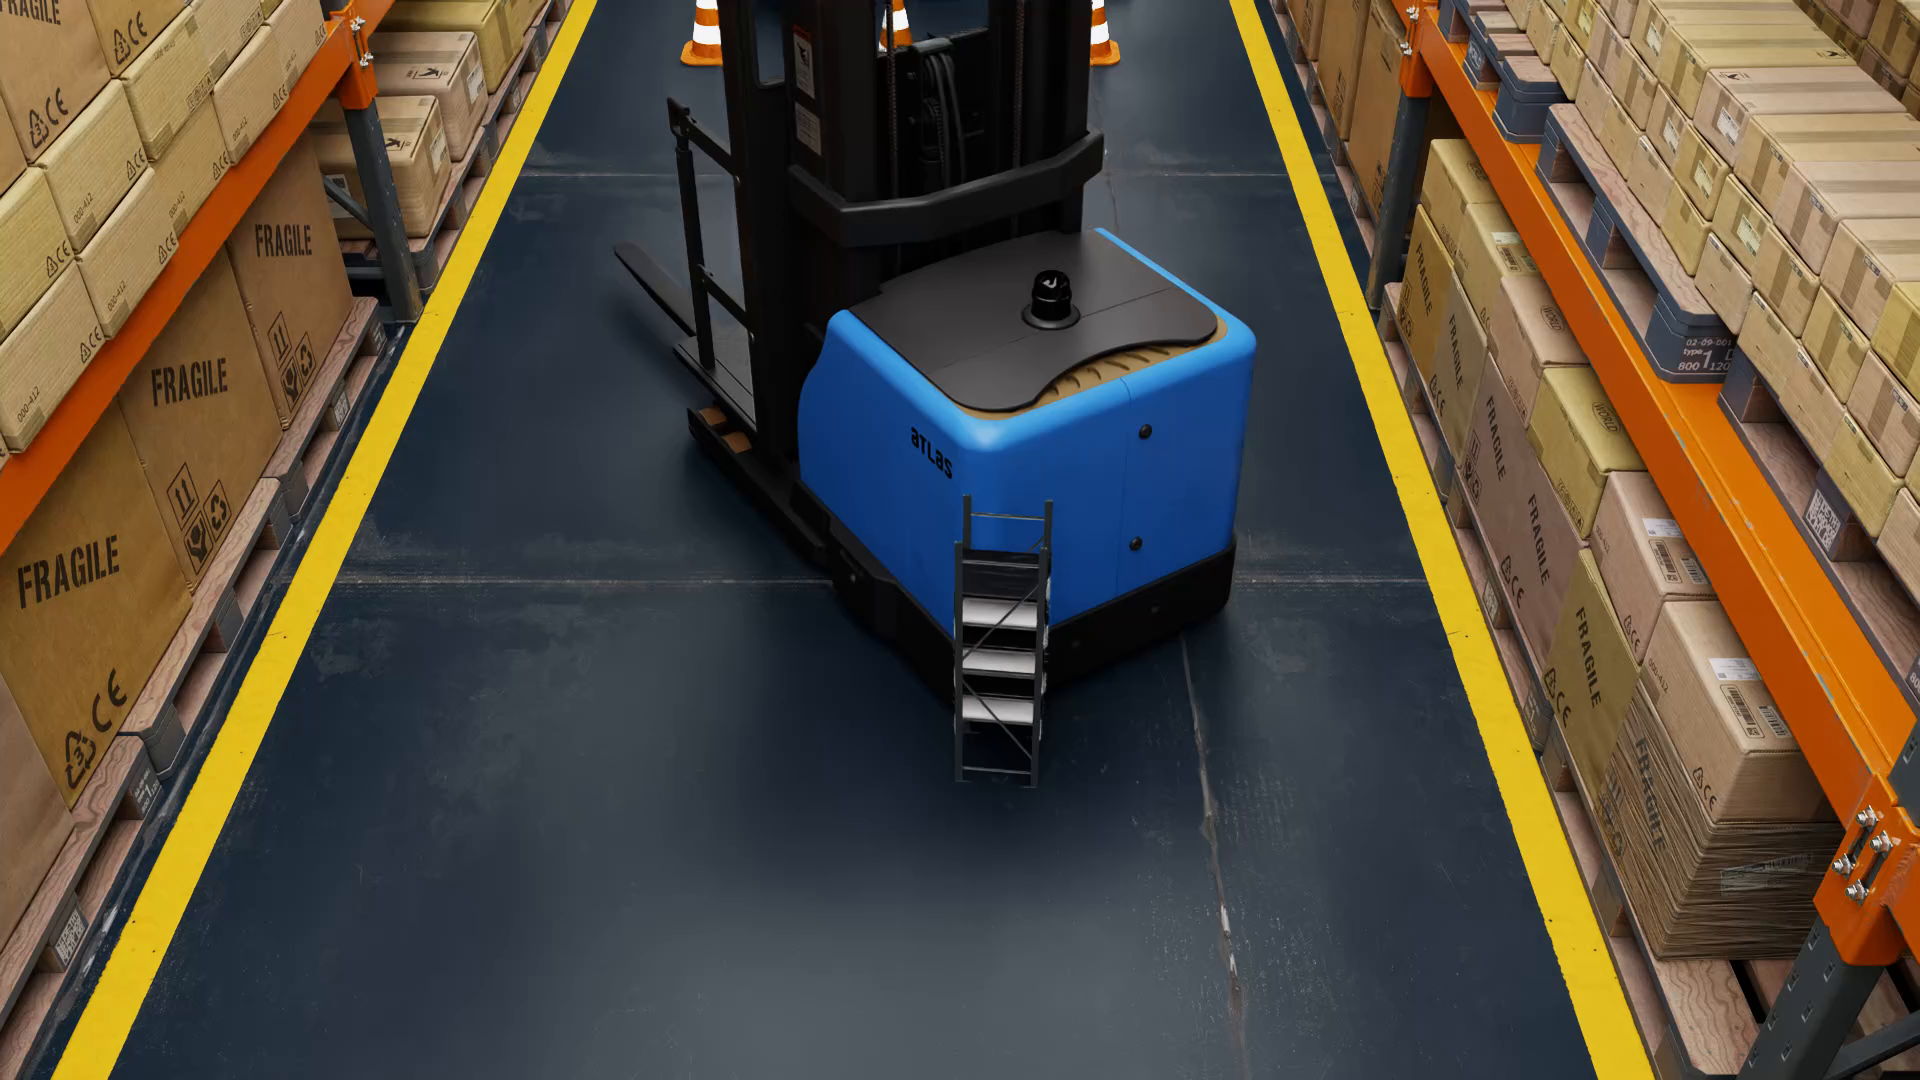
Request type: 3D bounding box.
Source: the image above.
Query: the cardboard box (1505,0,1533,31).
[{"bbox_3d":[2.010,-1.778,5.435,0.380,0.149,0.250,2,39,2],"label":"cardboard box"}]

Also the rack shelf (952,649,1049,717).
[{"bbox_3d":[0.117,0.398,4.731,0.258,0.077,0.200,4,39,5],"label":"rack shelf"}]

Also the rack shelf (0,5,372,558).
[{"bbox_3d":[-2.736,-0.562,4.627,1.077,0.370,4.000,0,39,0],"label":"rack shelf"}]

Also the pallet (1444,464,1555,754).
[{"bbox_3d":[2.209,0.178,5.359,1.003,0.211,1.213,0,39,0],"label":"pallet"}]

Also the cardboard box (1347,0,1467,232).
[{"bbox_3d":[2.301,-1.827,7.094,1.050,0.750,0.750,-1,39,-1],"label":"cardboard box"}]

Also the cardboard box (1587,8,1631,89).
[{"bbox_3d":[2.017,-1.389,4.712,0.380,0.149,0.250,0,39,0],"label":"cardboard box"}]

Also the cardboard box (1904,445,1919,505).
[{"bbox_3d":[2.018,-0.089,3.090,0.380,0.149,0.250,1,39,1],"label":"cardboard box"}]

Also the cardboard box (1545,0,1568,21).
[{"bbox_3d":[2.017,-1.703,5.103,0.380,0.149,0.250,-1,39,-1],"label":"cardboard box"}]

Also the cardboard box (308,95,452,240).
[{"bbox_3d":[-2.729,-1.585,7.095,0.950,0.372,0.625,-2,39,-3],"label":"cardboard box"}]

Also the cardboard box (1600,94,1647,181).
[{"bbox_3d":[2.014,-1.117,4.610,0.380,0.149,0.250,0,39,1],"label":"cardboard box"}]

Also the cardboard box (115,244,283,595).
[{"bbox_3d":[-2.824,-0.438,5.261,0.875,0.875,0.875,0,39,1],"label":"cardboard box"}]

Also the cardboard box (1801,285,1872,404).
[{"bbox_3d":[2.019,-0.409,3.489,0.380,0.149,0.250,2,39,2],"label":"cardboard box"}]

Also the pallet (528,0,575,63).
[{"bbox_3d":[-2.741,-3.019,9.349,1.003,0.211,1.213,0,39,0],"label":"pallet"}]

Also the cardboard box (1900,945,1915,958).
[{"bbox_3d":[2.480,0.691,4.152,0.500,0.500,0.500,1,39,2],"label":"cardboard box"}]

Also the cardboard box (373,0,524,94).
[{"bbox_3d":[-2.733,-2.521,8.262,0.950,0.372,0.625,1,39,1],"label":"cardboard box"}]

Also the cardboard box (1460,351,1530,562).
[{"bbox_3d":[1.967,-0.270,5.352,0.500,0.500,0.500,-1,39,-1],"label":"cardboard box"}]

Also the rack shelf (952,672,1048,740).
[{"bbox_3d":[0.117,0.468,4.788,0.258,0.077,0.200,4,39,5],"label":"rack shelf"}]

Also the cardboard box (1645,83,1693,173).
[{"bbox_3d":[2.018,-1.065,4.308,0.380,0.149,0.250,1,39,2],"label":"cardboard box"}]

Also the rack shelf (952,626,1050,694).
[{"bbox_3d":[0.117,0.327,4.675,0.258,0.077,0.200,4,39,5],"label":"rack shelf"}]

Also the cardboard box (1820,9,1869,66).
[{"bbox_3d":[2.670,-1.390,4.712,0.380,0.149,0.250,0,39,0],"label":"cardboard box"}]

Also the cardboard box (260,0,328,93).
[{"bbox_3d":[-2.478,-1.718,5.616,0.500,0.250,0.500,-1,39,-2],"label":"cardboard box"}]

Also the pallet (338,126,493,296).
[{"bbox_3d":[-2.738,-1.494,7.445,1.003,0.211,1.213,0,39,0],"label":"pallet"}]

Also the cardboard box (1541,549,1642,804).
[{"bbox_3d":[1.963,0.370,4.553,0.500,0.500,0.500,-1,39,-1],"label":"cardboard box"}]

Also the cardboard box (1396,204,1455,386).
[{"bbox_3d":[1.957,-0.906,6.145,0.500,0.500,0.500,-2,39,-2],"label":"cardboard box"}]

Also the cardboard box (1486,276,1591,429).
[{"bbox_3d":[1.959,-0.583,5.142,0.500,0.250,0.500,0,39,0],"label":"cardboard box"}]

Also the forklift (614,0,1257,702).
[{"bbox_3d":[-0.343,-1.514,5.296,1.130,2.935,3.031,-22,44,-25],"label":"forklift"}]

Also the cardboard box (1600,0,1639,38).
[{"bbox_3d":[2.019,-1.512,4.628,0.380,0.149,0.250,2,39,2],"label":"cardboard box"}]

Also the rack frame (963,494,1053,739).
[{"bbox_3d":[0.129,0.238,4.733,0.240,0.900,0.006,4,39,5],"label":"rack frame"}]

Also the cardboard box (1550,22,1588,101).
[{"bbox_3d":[2.013,-1.440,5.014,0.380,0.149,0.250,2,39,2],"label":"cardboard box"}]

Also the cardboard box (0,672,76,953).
[{"bbox_3d":[-2.815,0.686,3.859,0.875,0.875,0.875,1,39,1],"label":"cardboard box"}]

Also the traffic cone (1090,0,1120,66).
[{"bbox_3d":[0.698,-2.832,8.913,0.336,0.463,0.334,0,39,0],"label":"traffic cone"}]

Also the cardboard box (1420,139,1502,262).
[{"bbox_3d":[1.970,-1.209,5.924,0.500,0.250,0.500,-2,39,-2],"label":"cardboard box"}]

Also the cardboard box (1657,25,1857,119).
[{"bbox_3d":[2.018,-1.191,4.227,0.380,0.149,0.250,-1,39,-1],"label":"cardboard box"}]

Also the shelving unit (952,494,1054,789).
[{"bbox_3d":[0.117,0.301,4.654,0.258,0.900,0.210,4,39,5],"label":"shelving unit"}]

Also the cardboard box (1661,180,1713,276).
[{"bbox_3d":[2.013,-0.787,4.199,0.380,0.149,0.250,2,39,2],"label":"cardboard box"}]

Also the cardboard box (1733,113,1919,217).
[{"bbox_3d":[2.024,-0.855,3.807,0.380,0.149,0.250,-1,39,-2],"label":"cardboard box"}]

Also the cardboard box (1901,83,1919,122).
[{"bbox_3d":[2.672,-1.065,4.308,0.380,0.149,0.250,-1,39,-1],"label":"cardboard box"}]

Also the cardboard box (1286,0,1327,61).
[{"bbox_3d":[2.295,-2.956,8.503,1.050,0.750,0.750,0,39,0],"label":"cardboard box"}]

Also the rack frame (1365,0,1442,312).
[{"bbox_3d":[2.211,-2.160,6.046,1.000,3.000,0.127,0,39,0],"label":"rack frame"}]

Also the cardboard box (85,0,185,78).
[{"bbox_3d":[-2.474,-1.568,4.428,0.500,0.500,0.500,0,39,0],"label":"cardboard box"}]

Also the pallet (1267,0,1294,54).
[{"bbox_3d":[2.283,-3.091,9.438,1.003,0.211,1.213,0,39,0],"label":"pallet"}]

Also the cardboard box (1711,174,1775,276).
[{"bbox_3d":[2.016,-0.743,3.905,0.380,0.149,0.250,-2,39,-2],"label":"cardboard box"}]

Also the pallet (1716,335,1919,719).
[{"bbox_3d":[2.361,-0.062,3.582,1.003,0.211,1.213,0,39,0],"label":"pallet"}]

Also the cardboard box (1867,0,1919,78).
[{"bbox_3d":[2.670,-1.343,4.417,0.380,0.149,0.250,2,39,2],"label":"cardboard box"}]

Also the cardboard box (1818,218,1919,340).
[{"bbox_3d":[2.021,-0.537,3.411,0.380,0.149,0.250,-1,39,-1],"label":"cardboard box"}]

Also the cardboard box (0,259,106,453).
[{"bbox_3d":[-2.457,-0.453,4.036,0.500,0.250,0.500,0,39,0],"label":"cardboard box"}]

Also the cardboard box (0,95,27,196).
[{"bbox_3d":[-2.473,-0.928,3.630,0.500,0.500,0.500,-1,39,-1],"label":"cardboard box"}]

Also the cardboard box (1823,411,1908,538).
[{"bbox_3d":[2.017,-0.135,3.385,0.380,0.149,0.250,0,39,0],"label":"cardboard box"}]

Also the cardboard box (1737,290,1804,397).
[{"bbox_3d":[2.018,-0.448,3.775,0.380,0.149,0.250,-2,39,-2],"label":"cardboard box"}]

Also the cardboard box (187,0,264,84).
[{"bbox_3d":[-2.480,-1.606,5.076,0.500,0.250,0.500,-1,39,-1],"label":"cardboard box"}]

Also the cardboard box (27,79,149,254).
[{"bbox_3d":[-2.458,-0.961,4.271,0.500,0.250,0.500,-1,39,-1],"label":"cardboard box"}]

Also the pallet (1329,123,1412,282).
[{"bbox_3d":[2.286,-1.565,7.534,1.003,0.211,1.213,0,39,0],"label":"pallet"}]

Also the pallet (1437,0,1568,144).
[{"bbox_3d":[2.319,-1.639,5.550,1.213,0.211,1.003,0,39,0],"label":"pallet"}]

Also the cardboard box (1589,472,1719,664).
[{"bbox_3d":[1.975,0.073,4.323,0.500,0.250,0.500,2,39,2],"label":"cardboard box"}]

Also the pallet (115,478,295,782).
[{"bbox_3d":[-2.814,0.249,5.270,1.003,0.211,1.213,0,39,0],"label":"pallet"}]

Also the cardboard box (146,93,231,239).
[{"bbox_3d":[-2.477,-1.084,4.824,0.500,0.250,0.500,0,39,-1],"label":"cardboard box"}]

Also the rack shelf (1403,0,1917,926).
[{"bbox_3d":[2.214,-0.628,4.711,1.077,0.370,4.000,0,39,0],"label":"rack shelf"}]

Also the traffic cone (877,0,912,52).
[{"bbox_3d":[-0.341,-2.649,8.686,0.336,0.463,0.334,0,39,0],"label":"traffic cone"}]

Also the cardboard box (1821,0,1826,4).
[{"bbox_3d":[2.673,-1.664,4.817,0.380,0.149,0.250,1,39,1],"label":"cardboard box"}]
